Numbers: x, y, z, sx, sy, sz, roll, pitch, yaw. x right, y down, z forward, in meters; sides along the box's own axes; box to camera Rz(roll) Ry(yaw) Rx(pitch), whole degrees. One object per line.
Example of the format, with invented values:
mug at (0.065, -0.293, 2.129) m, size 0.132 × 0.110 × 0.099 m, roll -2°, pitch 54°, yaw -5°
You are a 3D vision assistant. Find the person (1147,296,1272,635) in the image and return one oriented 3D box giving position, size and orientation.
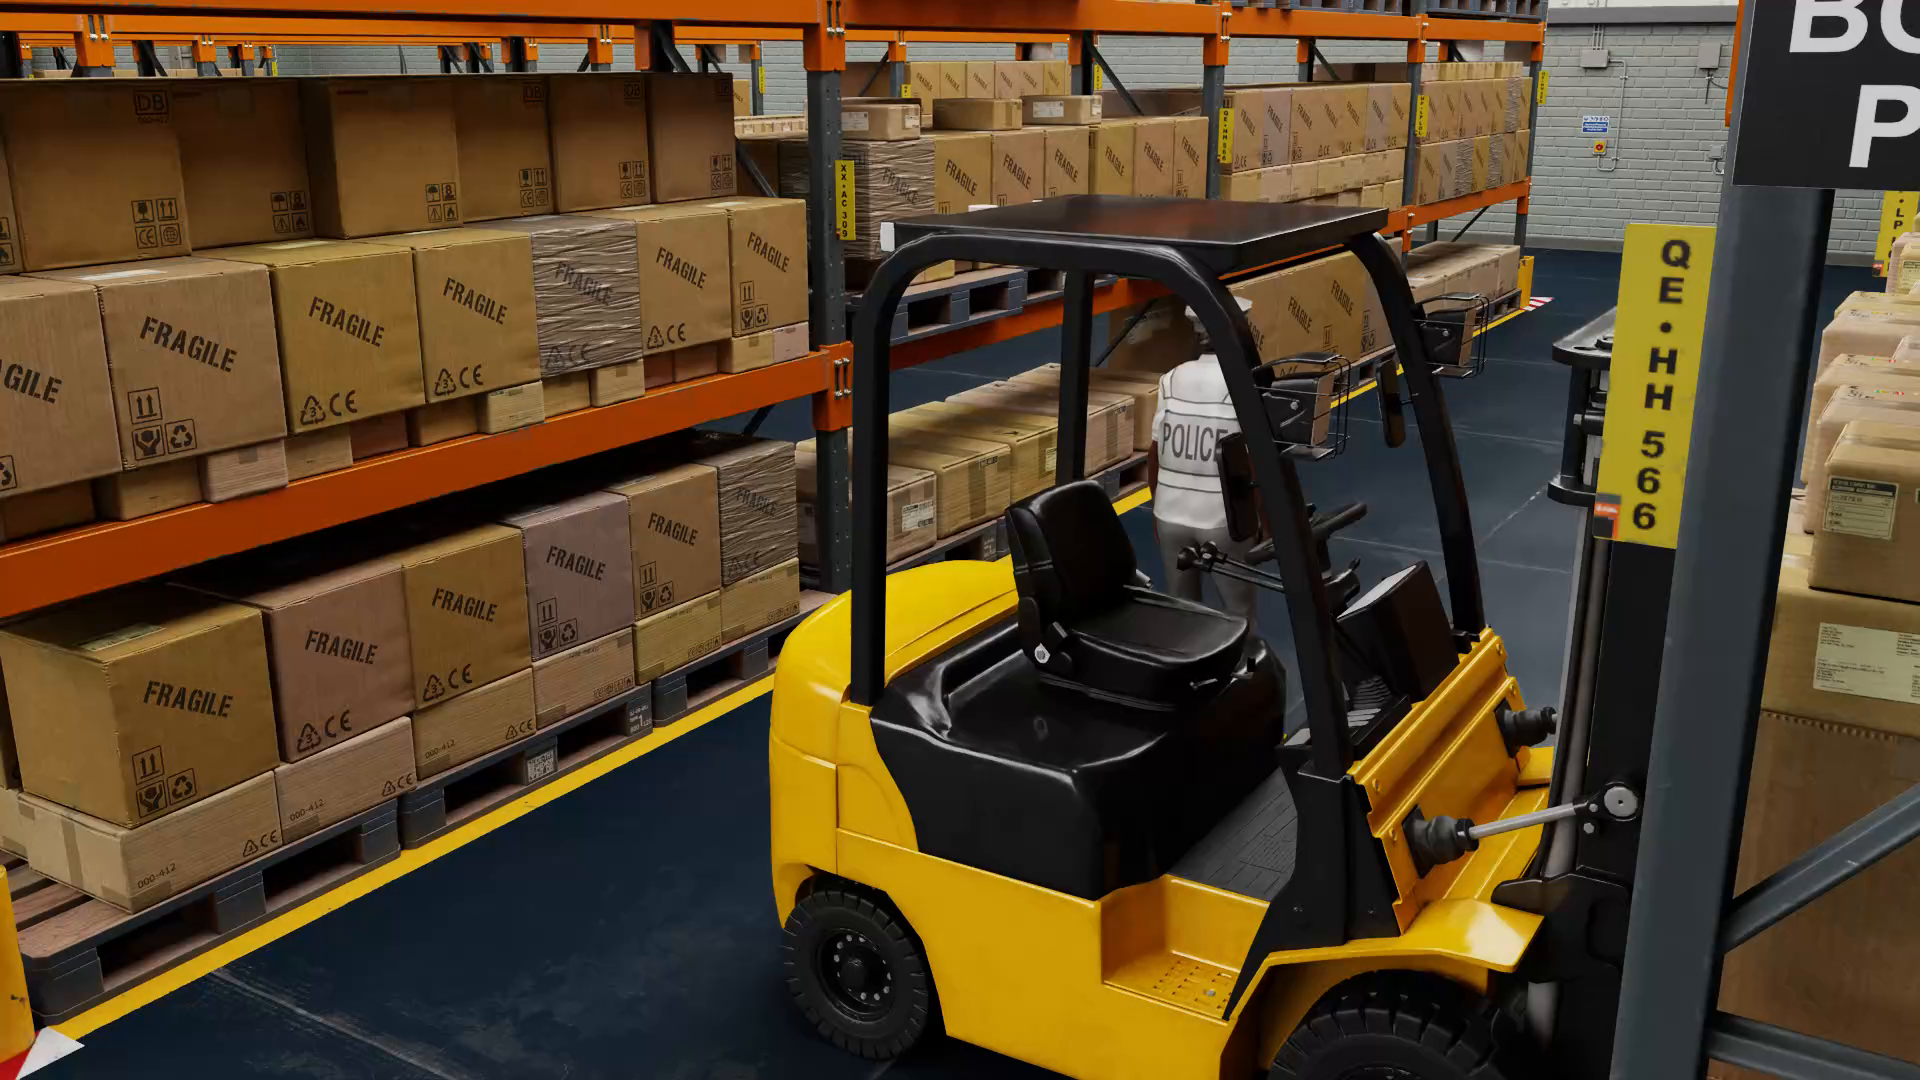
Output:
person at (0.950, -0.073, 6.283) m, size 0.506 × 1.660 × 0.415 m, roll 10°, pitch 19°, yaw 31°
